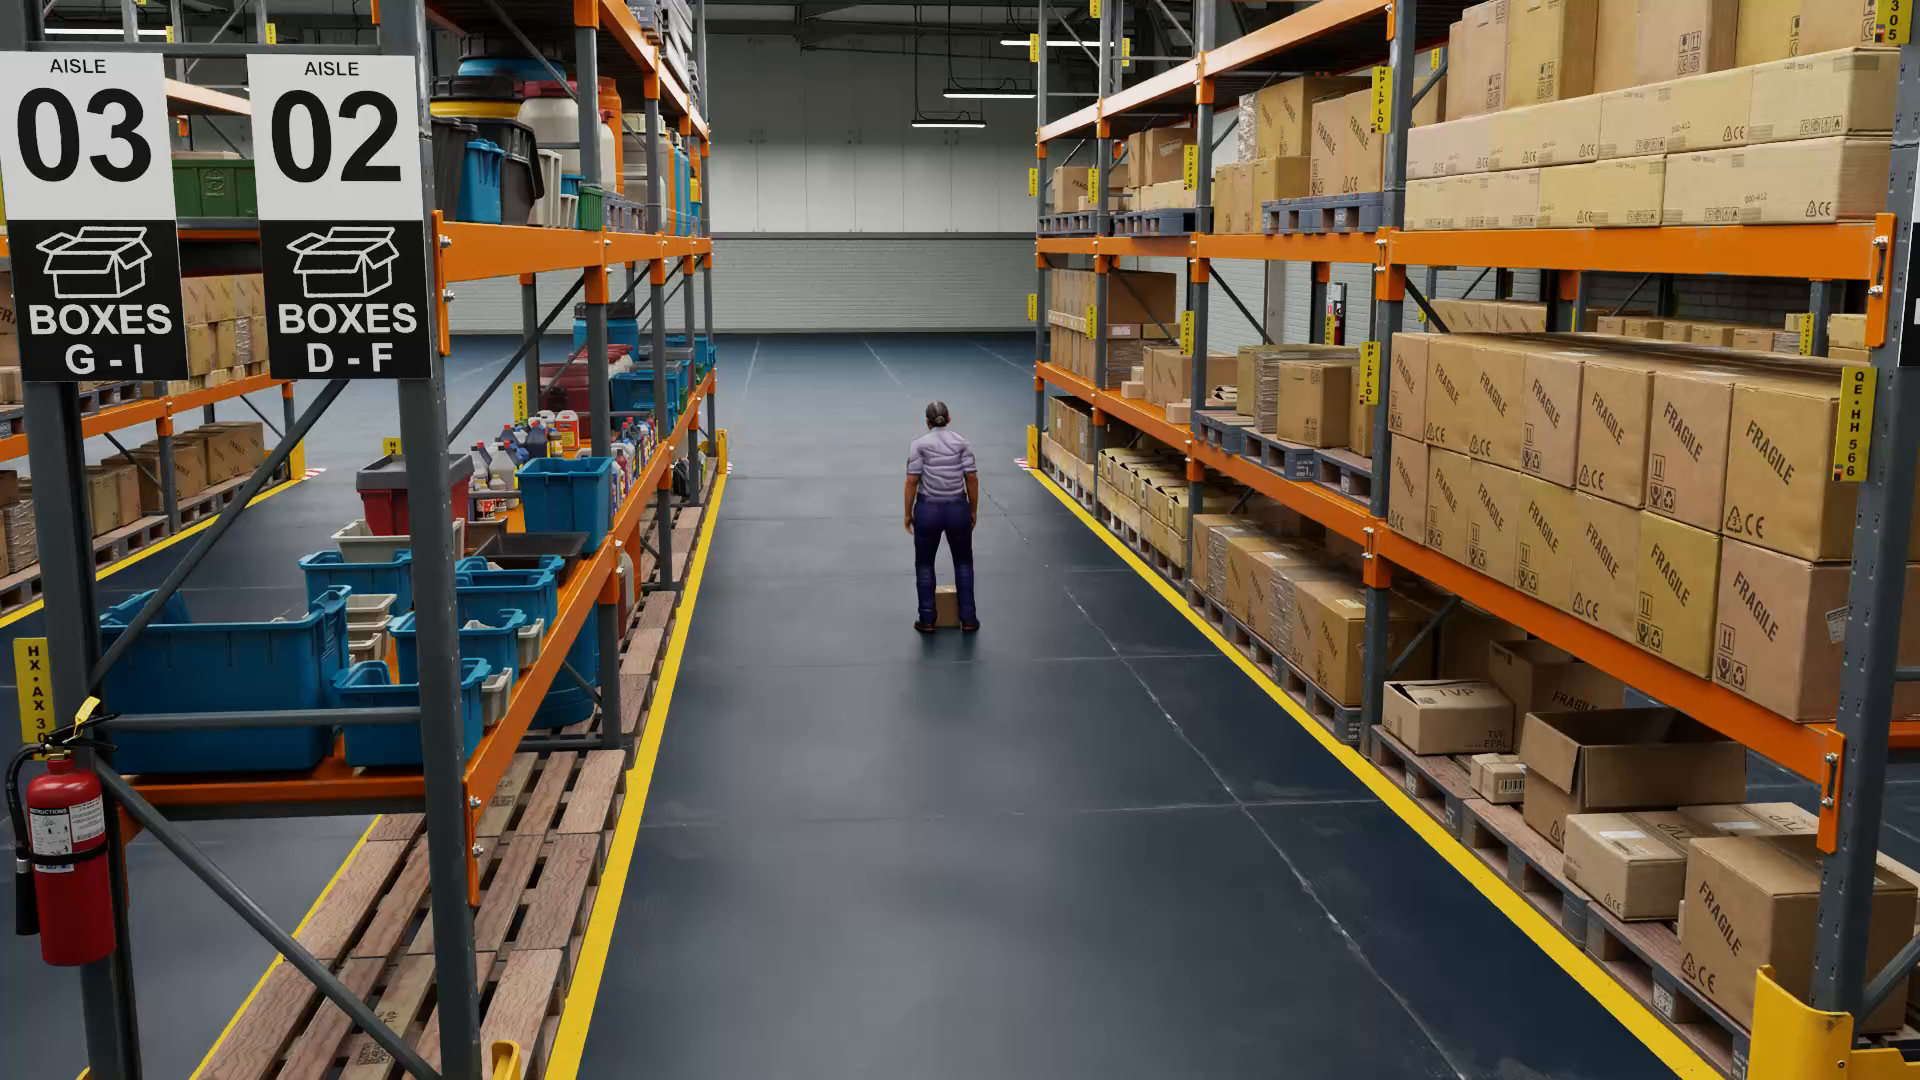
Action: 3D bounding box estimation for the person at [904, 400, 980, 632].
[{"bbox_3d":[-0.118,-0.166,11.855,0.563,1.653,0.368,-2,10,-9],"label":"person"}]
